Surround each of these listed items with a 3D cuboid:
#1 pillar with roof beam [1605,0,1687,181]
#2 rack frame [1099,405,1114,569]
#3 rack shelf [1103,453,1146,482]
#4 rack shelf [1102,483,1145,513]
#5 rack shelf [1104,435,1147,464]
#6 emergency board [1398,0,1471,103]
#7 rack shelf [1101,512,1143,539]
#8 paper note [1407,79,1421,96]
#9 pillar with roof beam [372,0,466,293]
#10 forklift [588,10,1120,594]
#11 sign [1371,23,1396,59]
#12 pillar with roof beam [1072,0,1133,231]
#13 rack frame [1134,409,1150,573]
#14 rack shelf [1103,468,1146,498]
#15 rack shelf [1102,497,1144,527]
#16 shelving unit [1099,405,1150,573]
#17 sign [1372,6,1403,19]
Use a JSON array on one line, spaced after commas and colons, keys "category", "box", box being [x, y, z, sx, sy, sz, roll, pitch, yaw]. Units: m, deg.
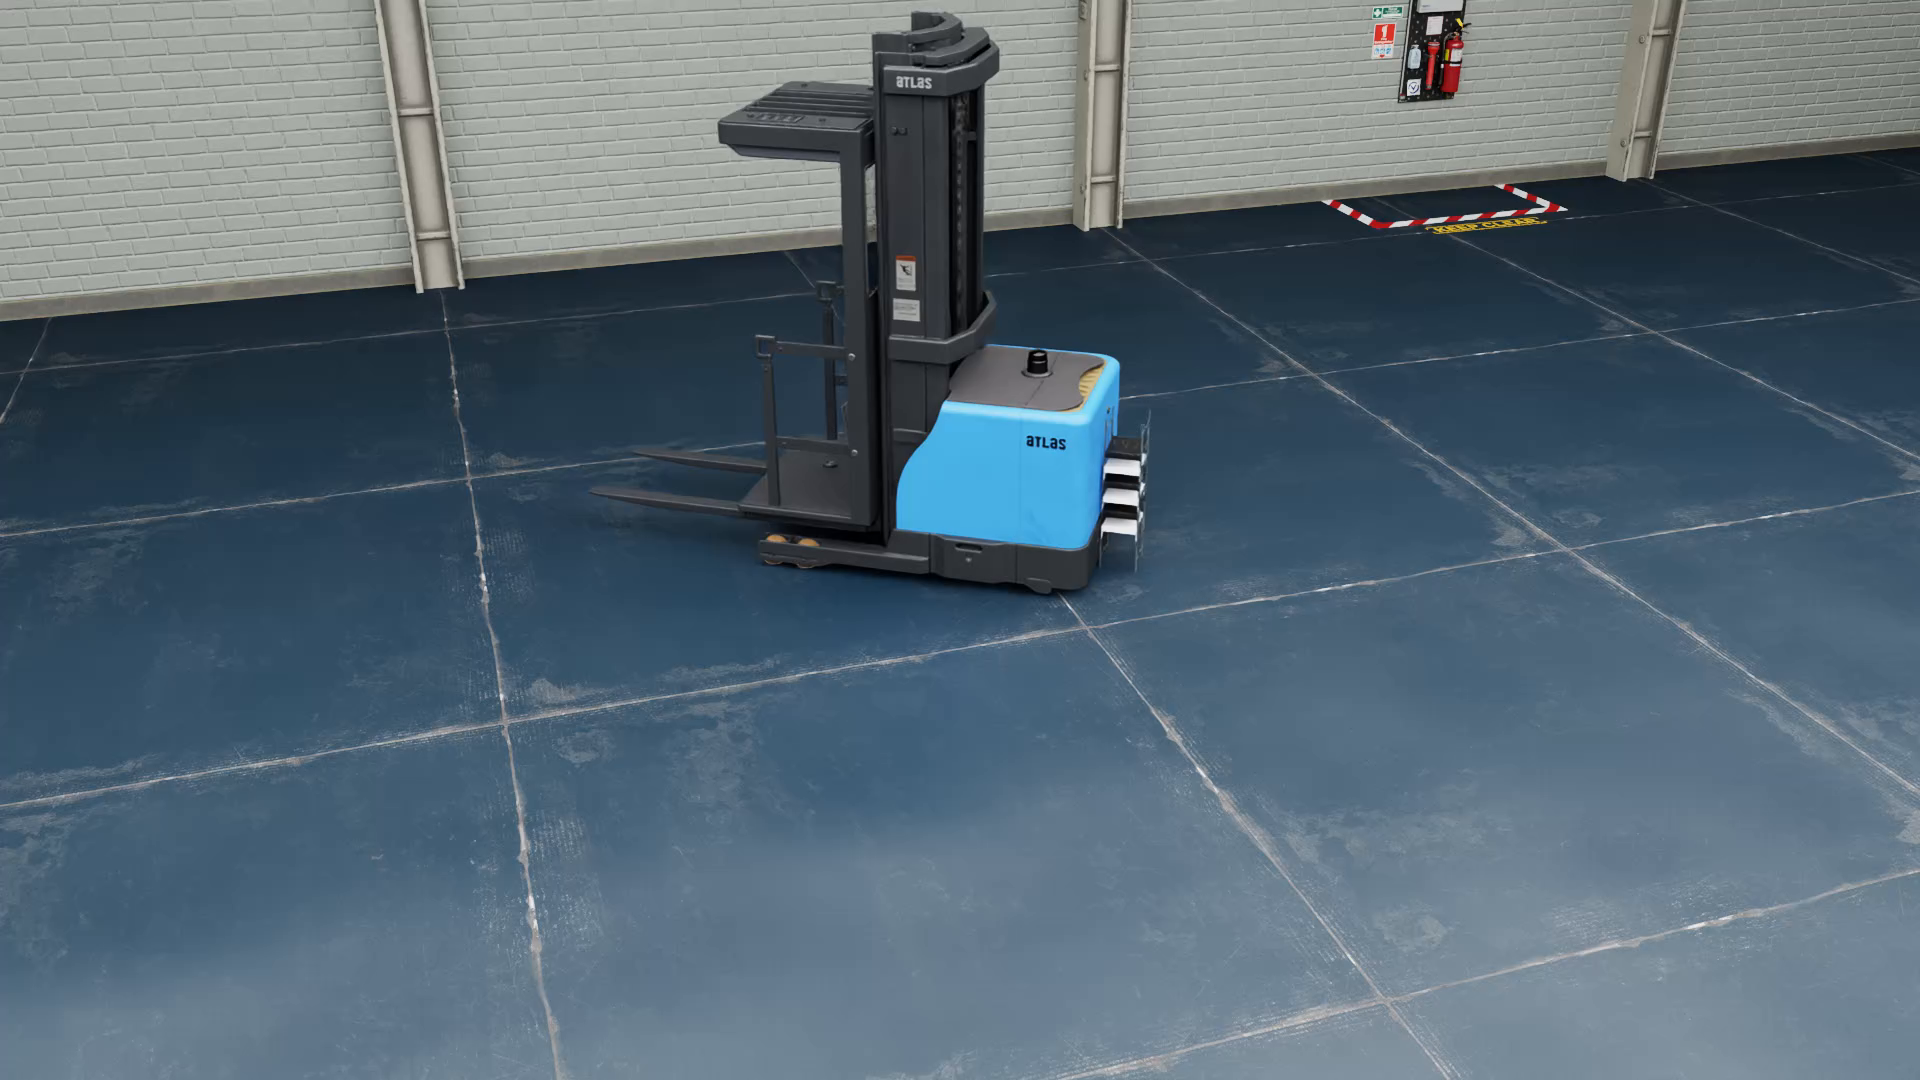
[{"category": "pillar with roof beam", "box": [8.338, -6.021, 11.758, 0.400, 9.000, 9.100, -8, 28, -16]}, {"category": "rack frame", "box": [0.822, -0.293, 9.327, 0.006, 0.900, 0.240, 7, 27, 13]}, {"category": "rack shelf", "box": [0.920, -0.412, 9.238, 0.200, 0.077, 0.258, 7, 27, 13]}, {"category": "rack shelf", "box": [0.920, -0.251, 9.319, 0.200, 0.077, 0.258, 7, 27, 13]}, {"category": "rack shelf", "box": [0.920, -0.493, 9.198, 0.200, 0.077, 0.258, 7, 27, 13]}, {"category": "emergency board", "box": [4.643, -4.830, 16.106, 0.643, 1.169, 0.194, -8, 28, -16]}, {"category": "rack shelf", "box": [0.920, -0.090, 9.399, 0.200, 0.077, 0.258, 7, 27, 13]}, {"category": "paper note", "box": [4.453, -4.440, 16.311, 0.142, 0.148, 0.016, -8, 28, -16]}, {"category": "pillar with roof beam", "box": [-3.073, -4.369, 8.430, 0.400, 9.000, 9.100, -8, 28, -16]}, {"category": "forklift", "box": [-0.654, -1.367, 9.207, 3.031, 2.935, 1.130, 7, 27, 13]}, {"category": "sign", "box": [4.085, -4.813, 16.032, 0.234, 0.329, 0.001, -8, 28, -16]}, {"category": "pillar with roof beam", "box": [2.632, -5.195, 10.094, 0.400, 9.000, 9.100, -8, 28, -16]}, {"category": "rack frame", "box": [1.018, -0.269, 9.280, 0.006, 0.900, 0.240, 7, 27, 13]}, {"category": "rack shelf", "box": [0.920, -0.332, 9.278, 0.200, 0.077, 0.258, 7, 27, 13]}, {"category": "rack shelf", "box": [0.920, -0.170, 9.359, 0.200, 0.077, 0.258, 7, 27, 13]}, {"category": "shelving unit", "box": [0.920, -0.281, 9.304, 0.210, 0.900, 0.258, 7, 27, 13]}, {"category": "sign", "box": [4.092, -5.048, 15.908, 0.331, 0.109, 0.001, -8, 28, -16]}]
